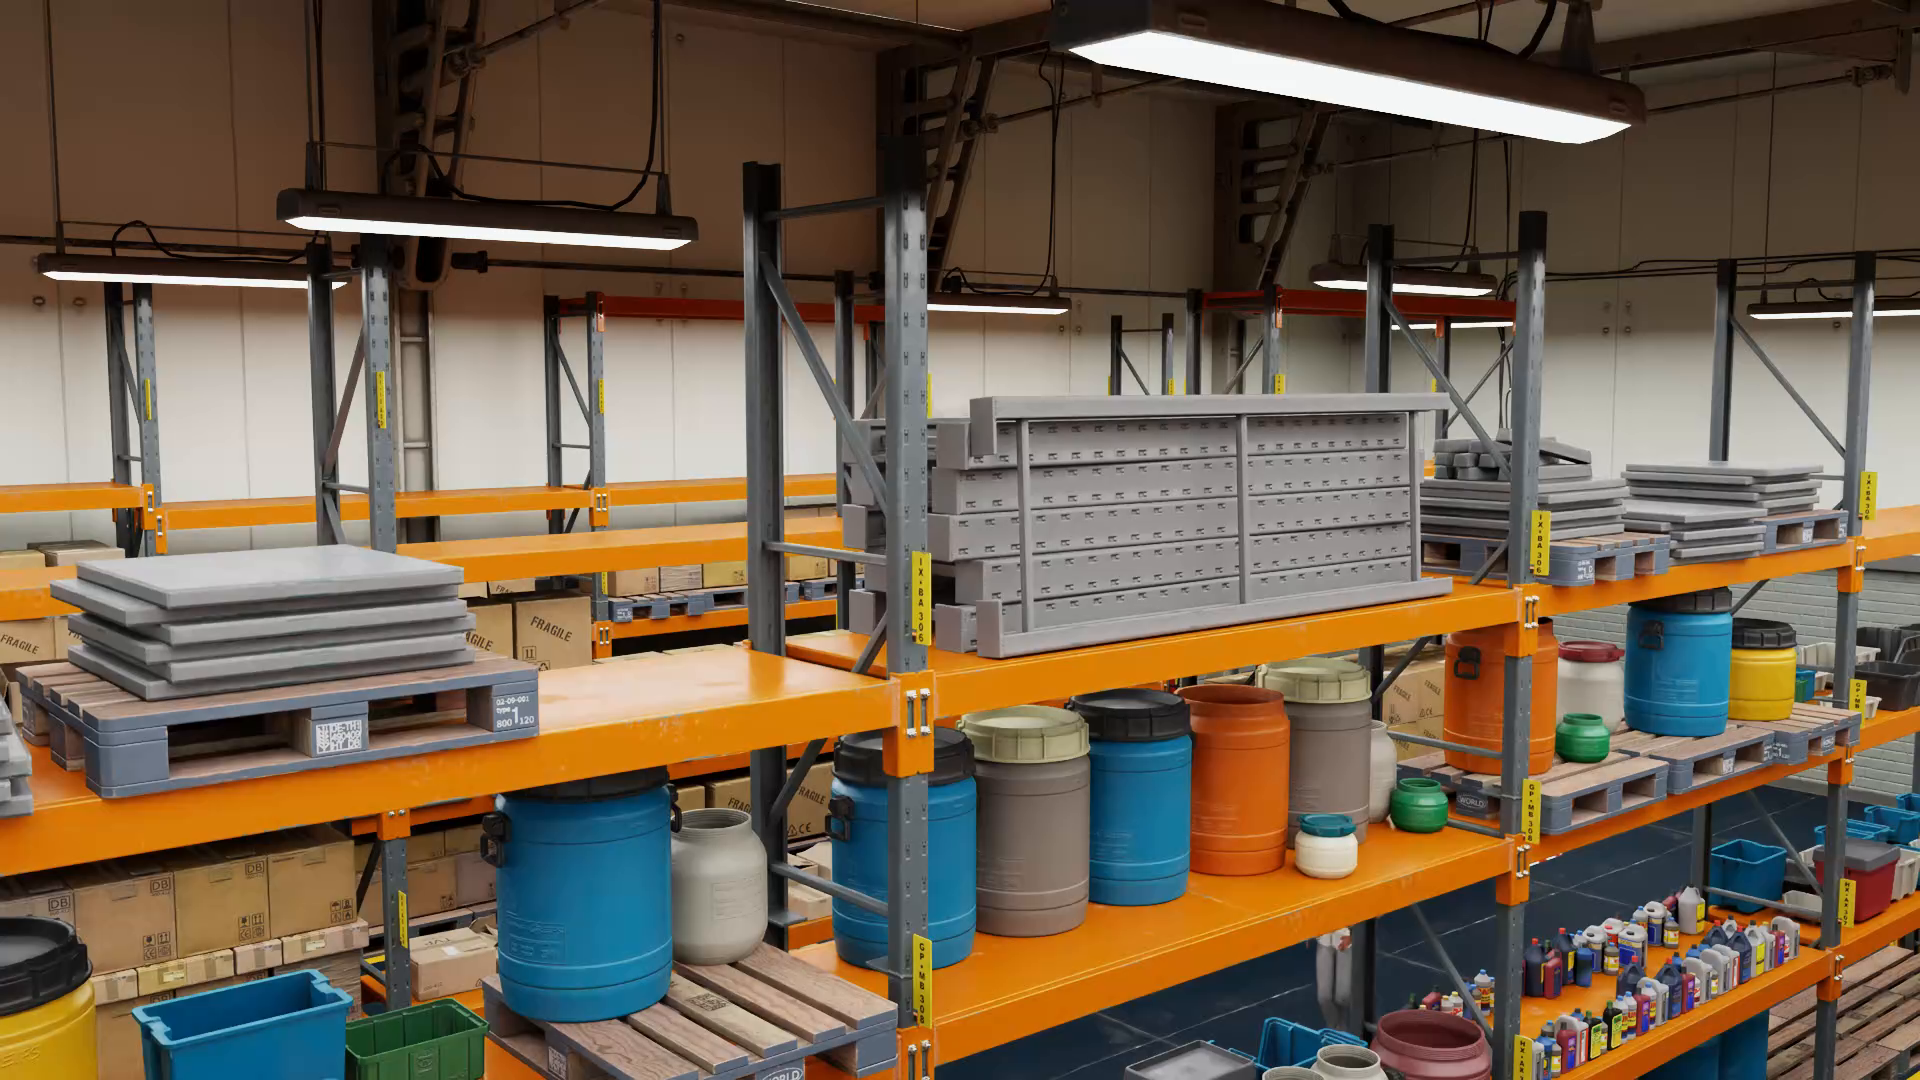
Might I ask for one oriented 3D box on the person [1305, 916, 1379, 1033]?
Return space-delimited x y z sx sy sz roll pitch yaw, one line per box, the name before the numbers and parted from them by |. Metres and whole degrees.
person | 2.954 3.108 12.837 0.562 1.655 0.581 5 8 44
